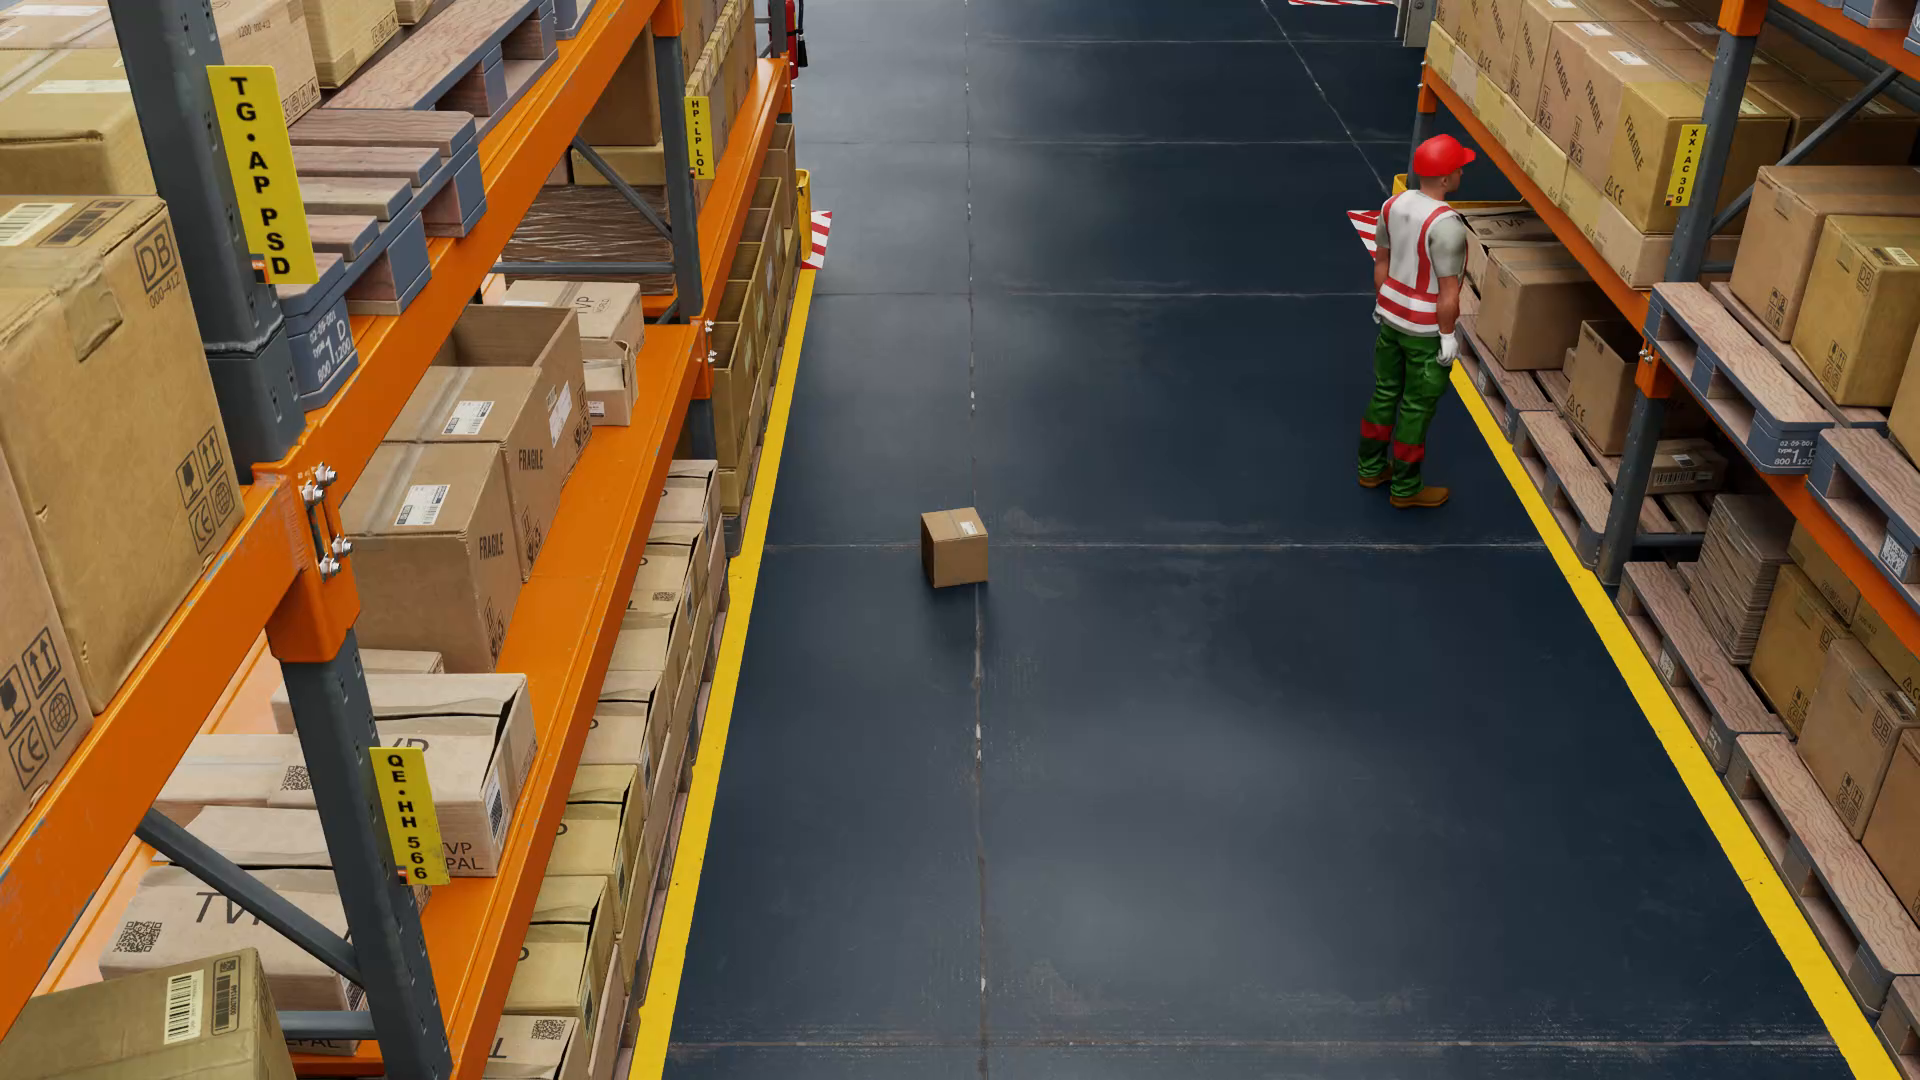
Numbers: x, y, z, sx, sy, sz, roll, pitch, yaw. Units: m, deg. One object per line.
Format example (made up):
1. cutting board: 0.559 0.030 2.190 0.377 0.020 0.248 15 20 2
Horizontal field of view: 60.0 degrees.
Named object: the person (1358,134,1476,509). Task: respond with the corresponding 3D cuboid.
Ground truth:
1. person: 2.150 -1.019 7.783 0.349 1.795 0.544 -14 34 -22
